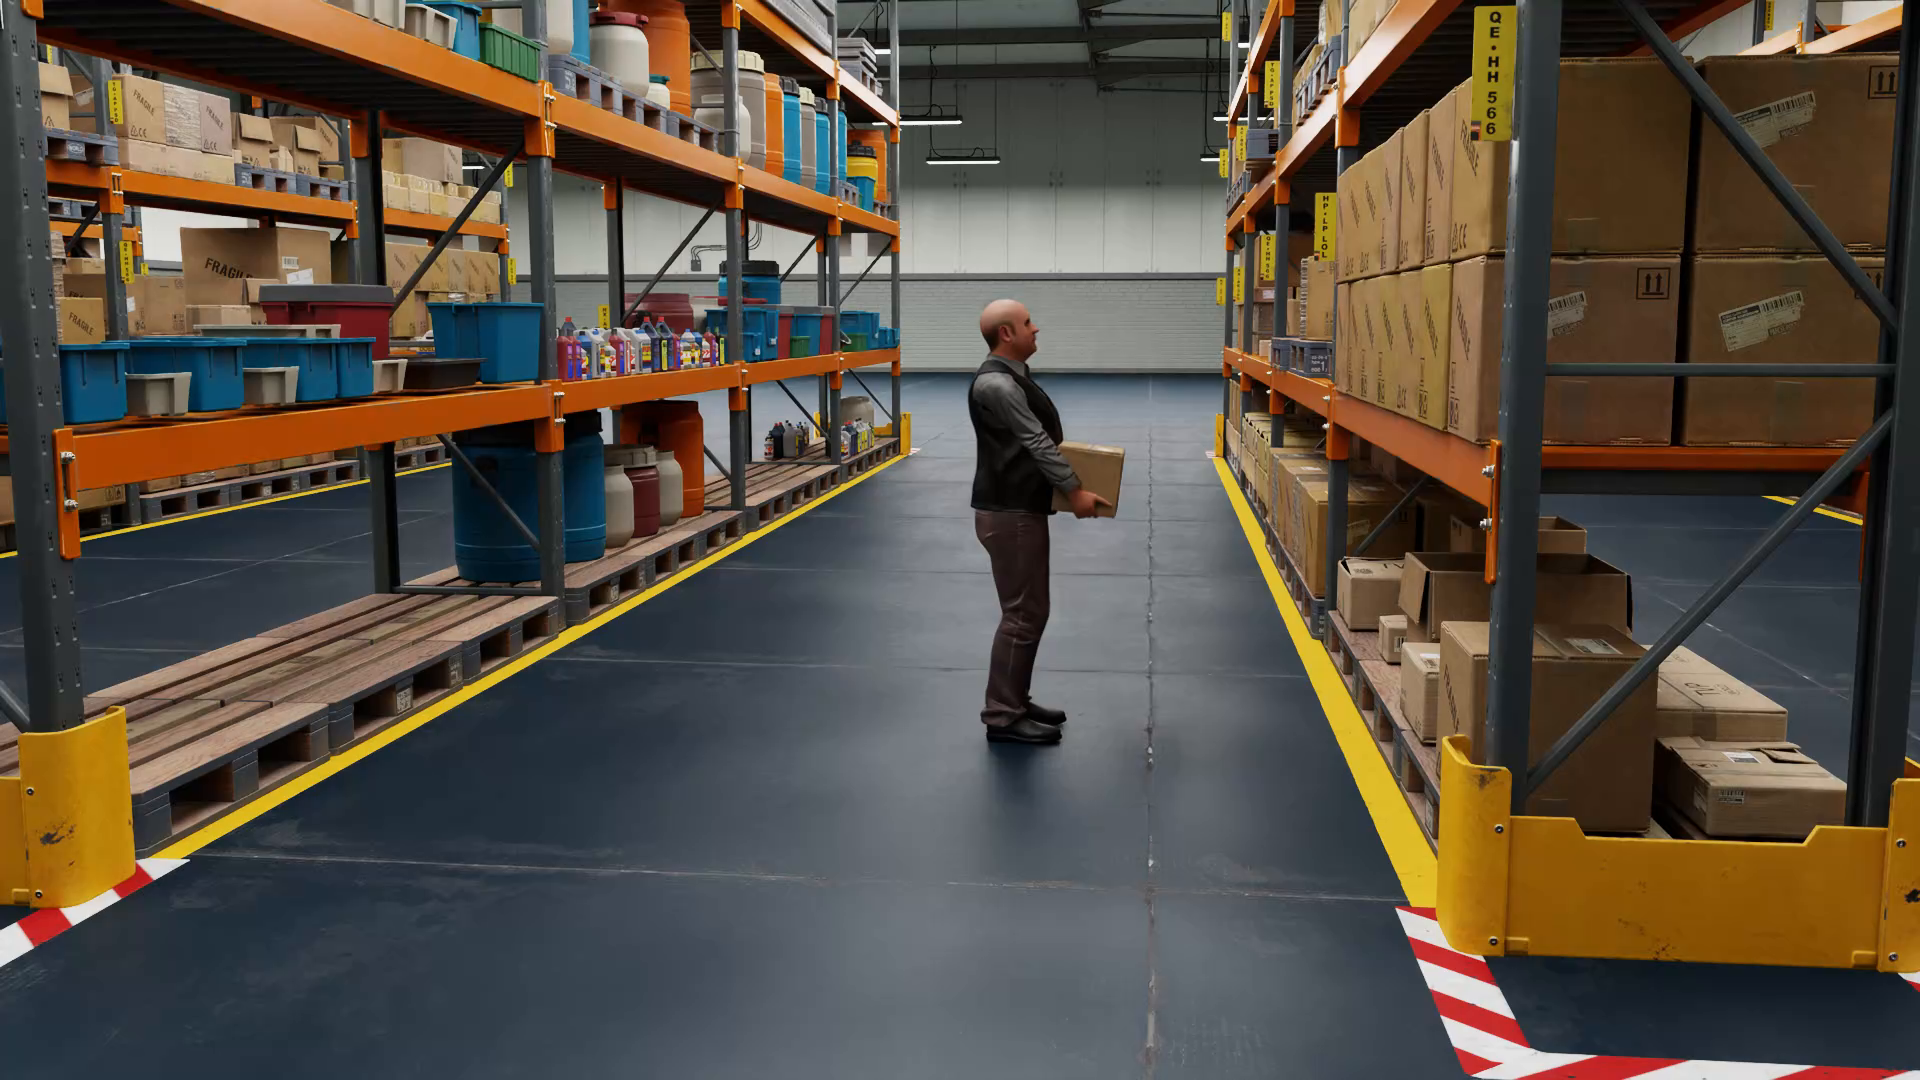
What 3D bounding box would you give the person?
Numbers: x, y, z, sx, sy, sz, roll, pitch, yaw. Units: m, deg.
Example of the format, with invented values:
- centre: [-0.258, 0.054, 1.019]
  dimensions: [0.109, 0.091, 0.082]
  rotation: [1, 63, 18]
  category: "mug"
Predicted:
- centre: [0.322, -0.082, 6.541]
  dimensions: [0.557, 1.712, 0.494]
  rotation: [1, 8, 7]
  category: "person"
